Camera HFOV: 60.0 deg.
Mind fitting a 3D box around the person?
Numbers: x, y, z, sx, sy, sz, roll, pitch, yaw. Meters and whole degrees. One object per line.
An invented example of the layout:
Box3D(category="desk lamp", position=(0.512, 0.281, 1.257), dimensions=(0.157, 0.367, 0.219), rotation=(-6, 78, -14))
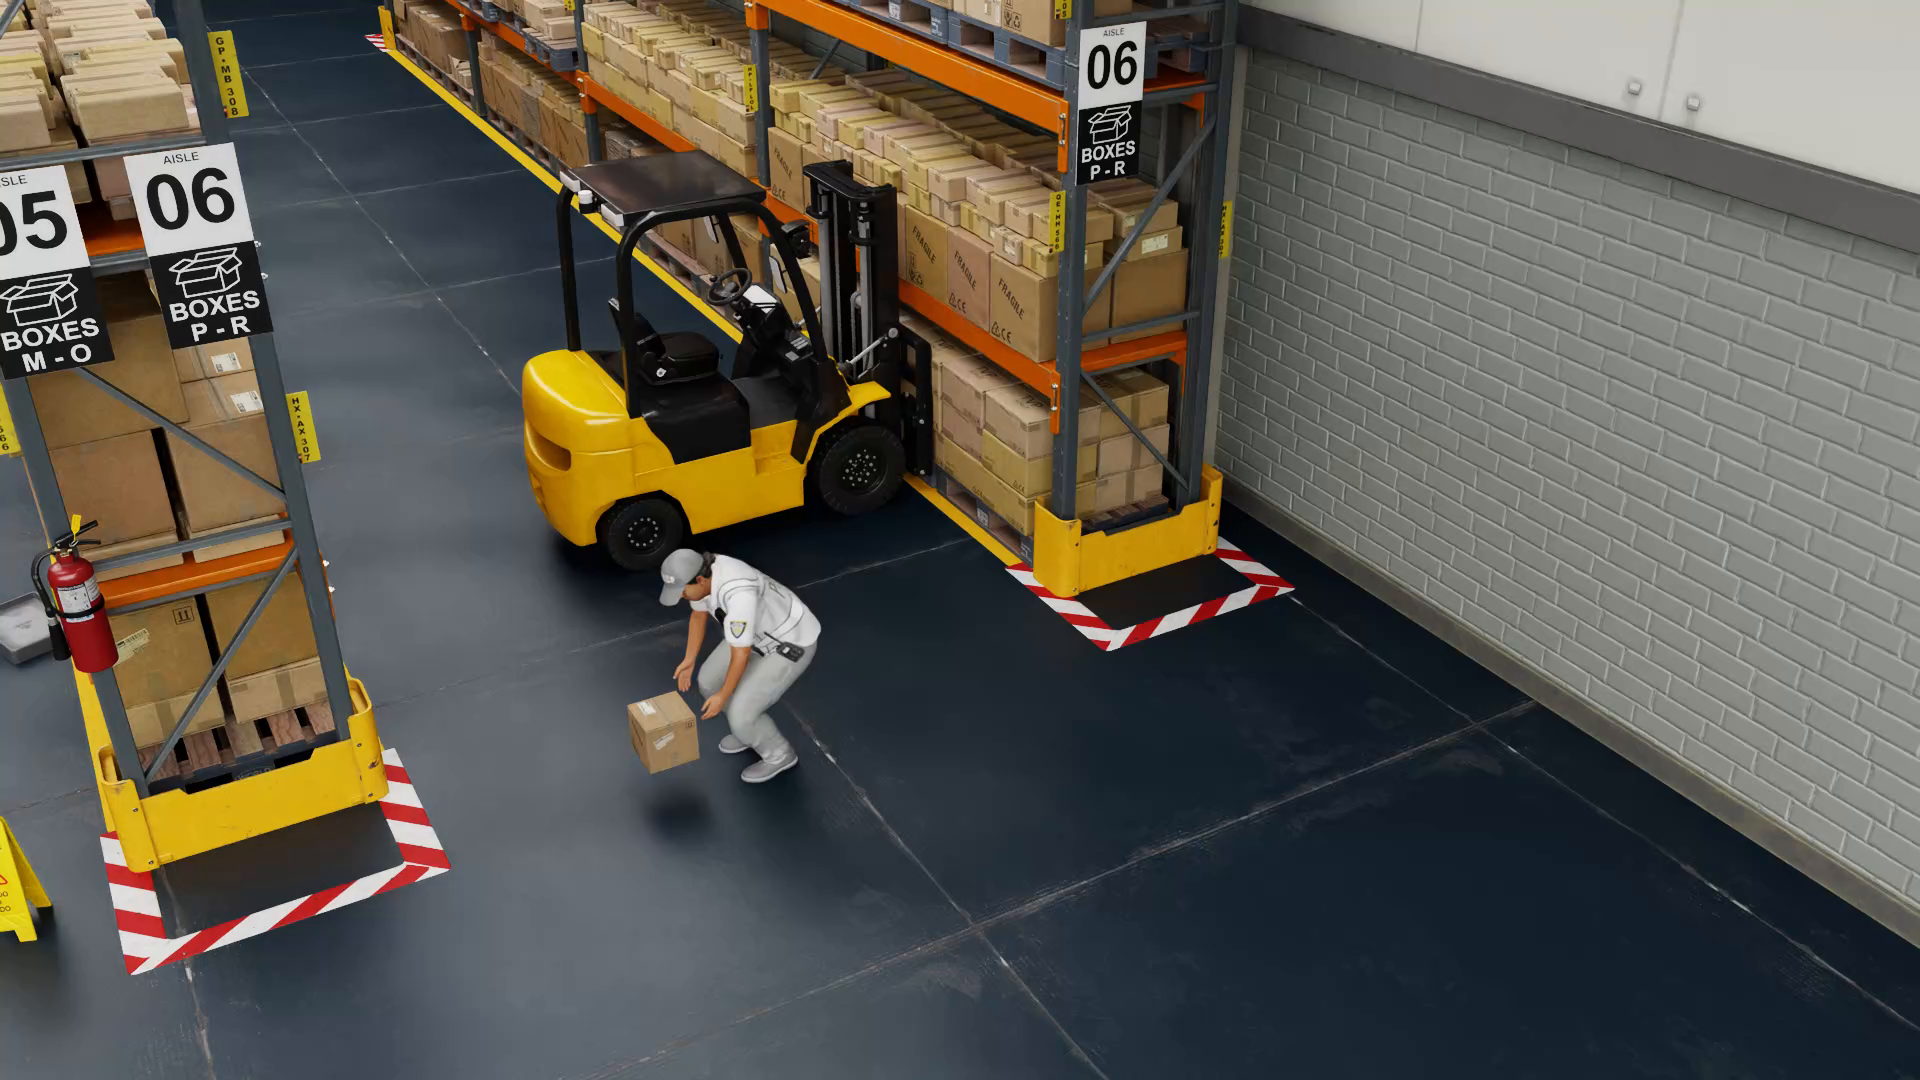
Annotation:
Box3D(category="person", position=(-0.954, 0.536, 8.031), dimensions=(0.549, 1.126, 0.494), rotation=(-16, 33, -26))
